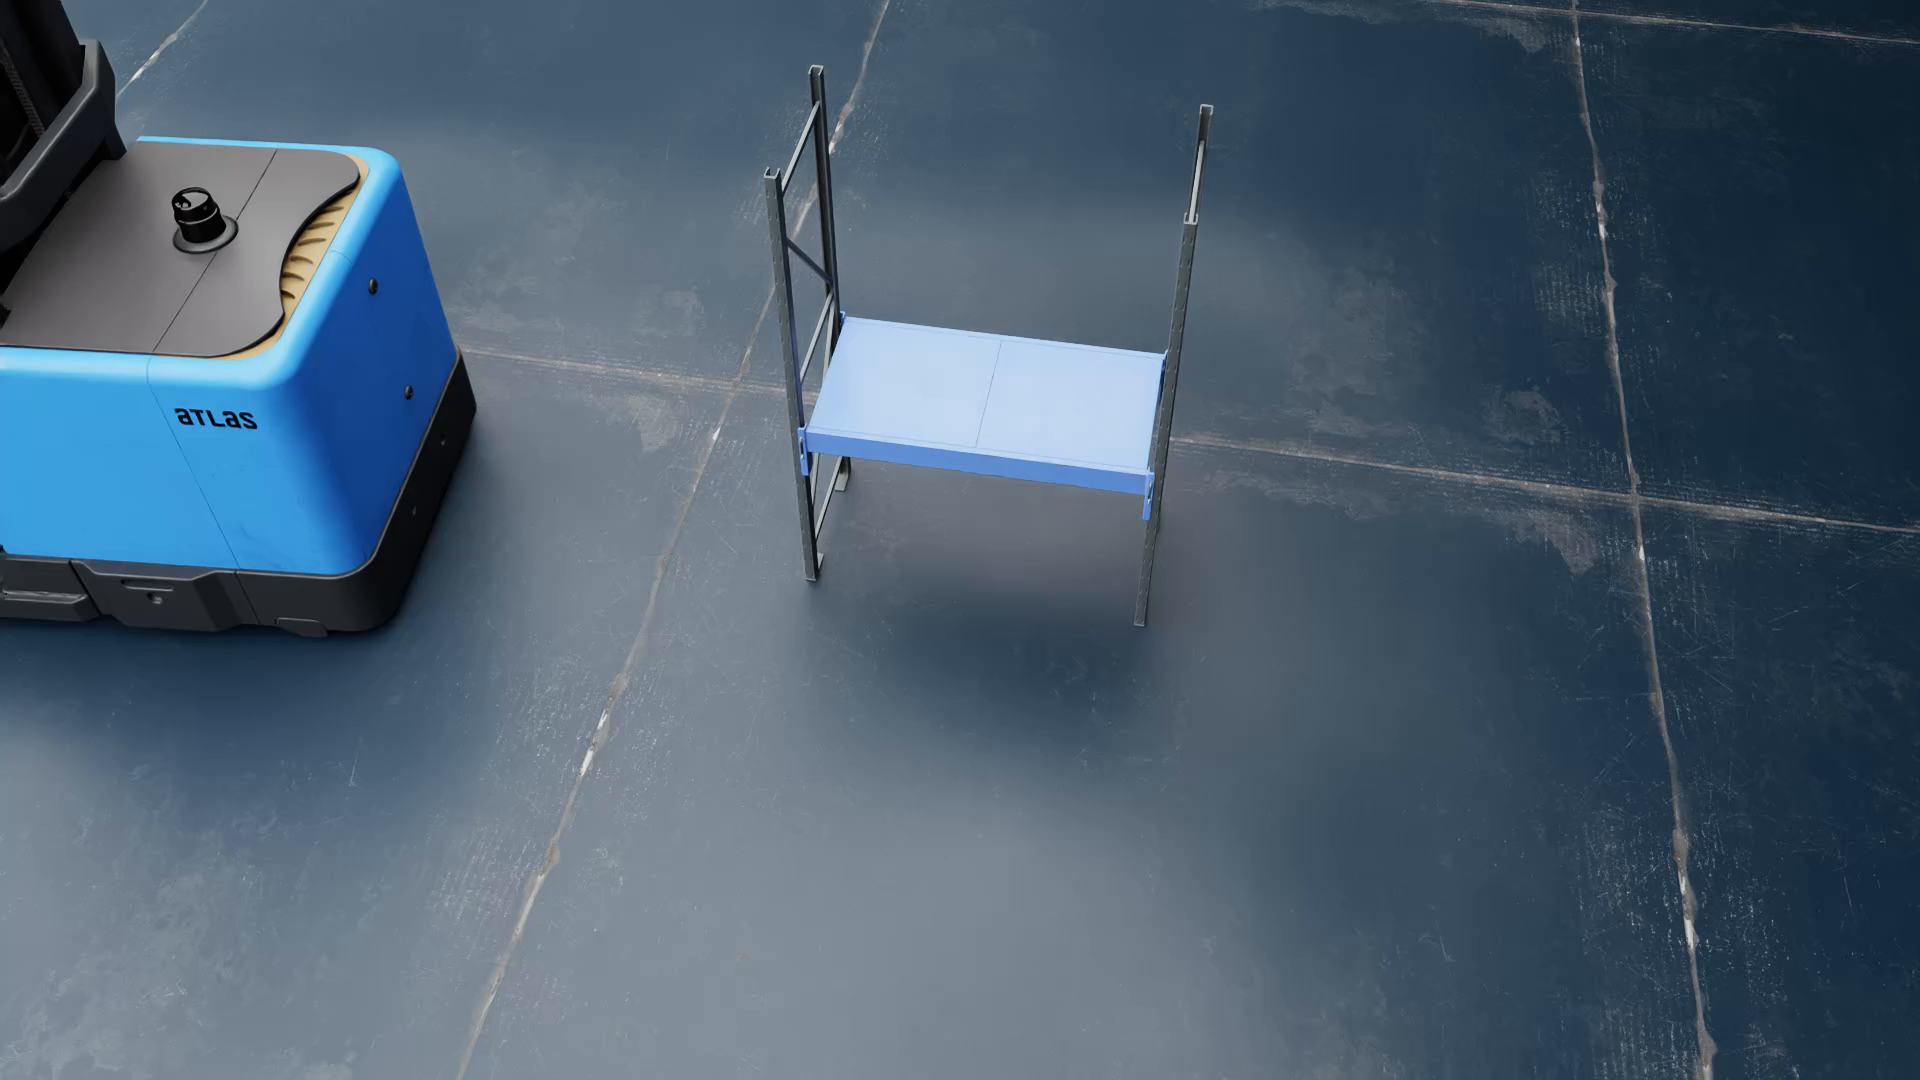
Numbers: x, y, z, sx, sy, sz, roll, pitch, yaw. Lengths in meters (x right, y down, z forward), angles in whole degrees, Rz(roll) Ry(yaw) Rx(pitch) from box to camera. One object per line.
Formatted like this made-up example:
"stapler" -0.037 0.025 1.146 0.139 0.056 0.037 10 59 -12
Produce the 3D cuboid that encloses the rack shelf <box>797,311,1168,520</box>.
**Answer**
"rack shelf" 0.084 -0.370 4.816 1.000 0.185 0.538 8 49 7

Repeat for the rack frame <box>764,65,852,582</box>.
"rack frame" -0.416 -0.557 4.742 0.032 1.500 0.500 8 49 7

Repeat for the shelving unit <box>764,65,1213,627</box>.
"shelving unit" 0.084 -0.490 4.682 1.048 1.500 0.538 8 49 7

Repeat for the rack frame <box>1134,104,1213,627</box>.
"rack frame" 0.584 -0.423 4.622 0.032 1.500 0.500 8 49 7

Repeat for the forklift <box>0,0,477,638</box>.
"forklift" -3.157 -1.139 4.303 3.031 2.935 1.130 4 48 3
